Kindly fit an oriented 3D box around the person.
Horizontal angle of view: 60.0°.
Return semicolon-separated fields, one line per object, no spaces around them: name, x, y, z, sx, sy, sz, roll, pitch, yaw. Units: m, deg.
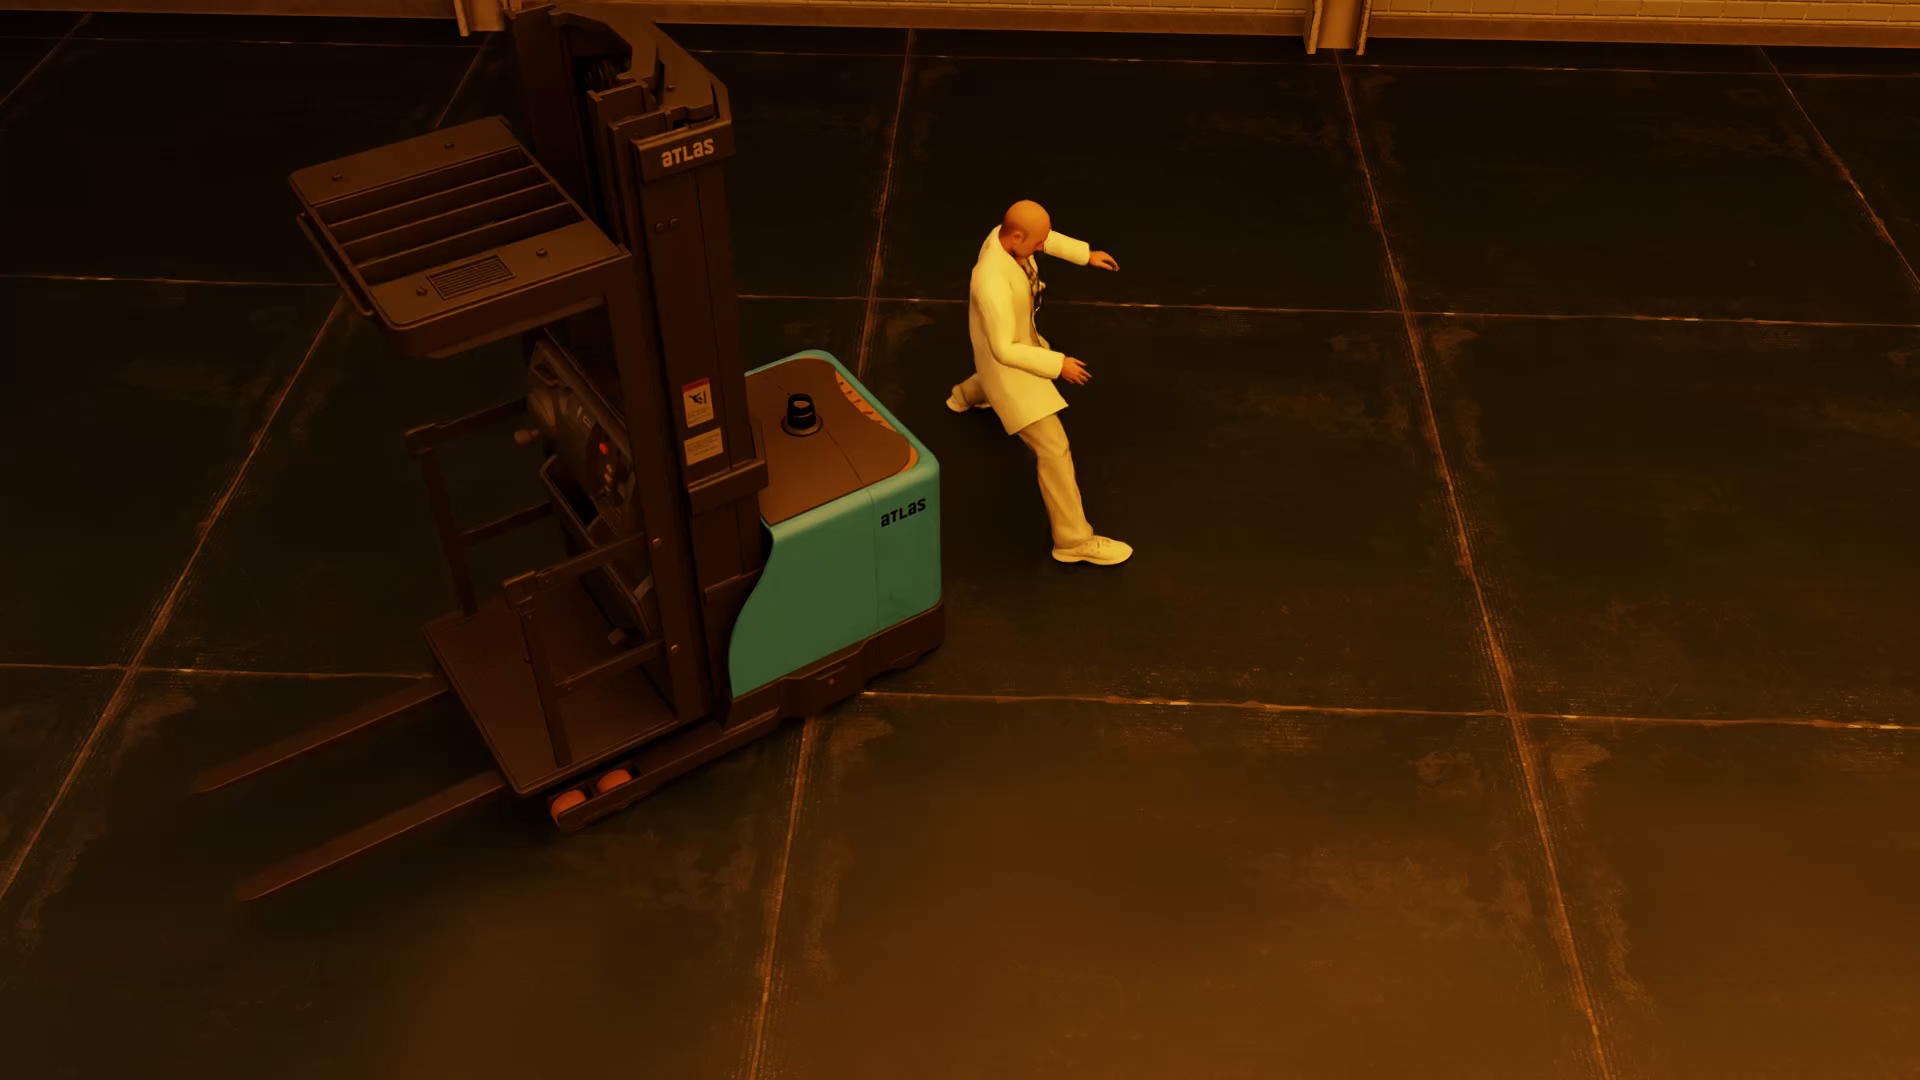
person;0.380;-0.899;7.747;1.023;1.568;1.268;6;43;6

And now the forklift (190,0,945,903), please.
forklift;-1.580;-0.329;6.103;3.031;2.935;1.130;-24;48;-24
